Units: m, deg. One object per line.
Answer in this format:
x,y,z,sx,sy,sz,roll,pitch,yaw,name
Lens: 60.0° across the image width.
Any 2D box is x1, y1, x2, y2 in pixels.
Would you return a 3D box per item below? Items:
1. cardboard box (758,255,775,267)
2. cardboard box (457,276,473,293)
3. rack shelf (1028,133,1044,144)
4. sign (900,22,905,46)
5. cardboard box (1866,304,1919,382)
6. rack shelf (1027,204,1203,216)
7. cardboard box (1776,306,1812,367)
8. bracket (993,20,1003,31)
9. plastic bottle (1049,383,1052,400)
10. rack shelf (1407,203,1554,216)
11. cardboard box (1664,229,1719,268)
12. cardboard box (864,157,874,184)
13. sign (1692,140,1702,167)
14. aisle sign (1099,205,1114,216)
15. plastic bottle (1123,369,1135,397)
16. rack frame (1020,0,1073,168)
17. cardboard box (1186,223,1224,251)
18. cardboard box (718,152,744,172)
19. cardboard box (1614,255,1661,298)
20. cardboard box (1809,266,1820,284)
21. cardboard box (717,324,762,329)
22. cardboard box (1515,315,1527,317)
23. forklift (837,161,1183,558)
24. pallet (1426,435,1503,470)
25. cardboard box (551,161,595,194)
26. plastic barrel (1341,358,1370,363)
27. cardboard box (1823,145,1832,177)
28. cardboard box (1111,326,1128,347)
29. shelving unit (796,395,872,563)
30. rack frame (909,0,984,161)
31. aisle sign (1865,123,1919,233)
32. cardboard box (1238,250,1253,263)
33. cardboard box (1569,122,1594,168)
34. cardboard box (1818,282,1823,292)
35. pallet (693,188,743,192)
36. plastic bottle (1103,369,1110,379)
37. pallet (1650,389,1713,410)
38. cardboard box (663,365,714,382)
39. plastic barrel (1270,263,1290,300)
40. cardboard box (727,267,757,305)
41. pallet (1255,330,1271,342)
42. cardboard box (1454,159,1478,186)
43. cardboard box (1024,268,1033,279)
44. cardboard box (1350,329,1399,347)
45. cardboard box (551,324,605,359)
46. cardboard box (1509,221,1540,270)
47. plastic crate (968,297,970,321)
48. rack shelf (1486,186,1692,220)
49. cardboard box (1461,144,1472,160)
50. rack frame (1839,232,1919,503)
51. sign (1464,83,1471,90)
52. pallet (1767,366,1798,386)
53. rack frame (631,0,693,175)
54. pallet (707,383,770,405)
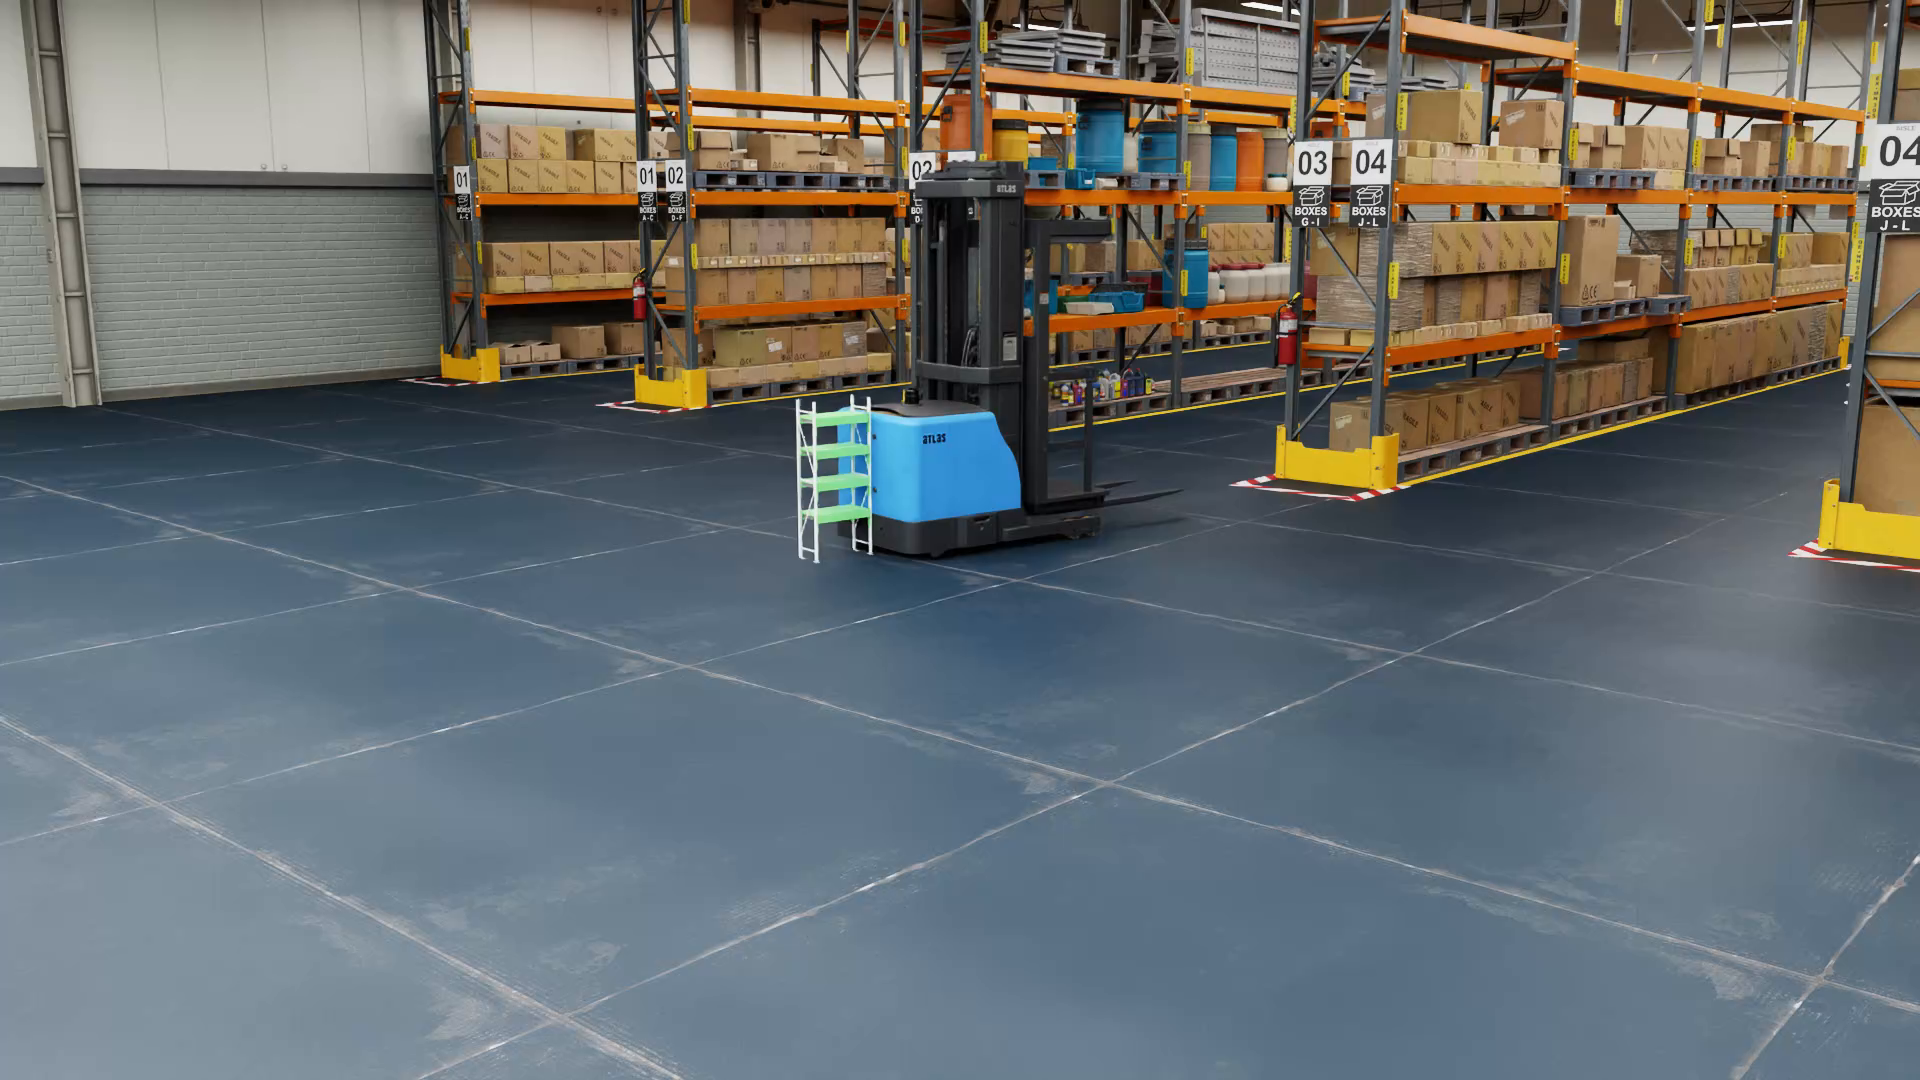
-2.772,-3.856,22.945,0.380,0.149,0.250,9,14,38,cardboard box
-7.434,-3.976,25.794,0.500,0.250,0.500,10,15,41,cardboard box
1.644,-8.399,35.146,1.077,0.370,4.000,10,15,40,rack shelf
-0.832,-7.297,23.982,0.100,0.325,0.005,10,15,40,sign
7.435,-1.503,12.695,0.875,0.550,0.550,10,15,40,cardboard box
2.728,-5.896,29.250,1.077,0.370,4.000,10,15,40,rack shelf
12.576,-3.174,25.795,0.875,0.875,0.875,10,15,40,cardboard box
0.677,-10.649,34.362,0.235,0.232,0.430,10,15,40,bracket
1.112,-1.876,20.969,0.097,0.201,0.097,0,11,0,plastic bottle
9.086,-5.843,28.987,1.077,0.370,4.000,10,15,40,rack shelf
9.773,-3.944,22.483,0.797,0.503,0.637,10,15,42,cardboard box
-2.045,-6.936,31.245,0.700,0.500,0.500,8,14,36,cardboard box
9.252,-4.856,20.887,0.100,0.325,0.005,10,15,40,sign
3.238,-7.547,36.701,0.394,0.787,0.004,10,15,40,aisle sign
2.150,-2.010,21.258,0.144,0.351,0.185,9,14,38,plastic bottle
1.407,-7.425,27.412,1.000,3.000,0.127,10,15,40,rack frame
4.570,-5.644,31.004,0.500,0.500,0.500,10,15,42,cardboard box
-3.311,-5.182,22.792,0.500,0.250,0.500,10,15,40,cardboard box
8.226,-3.277,20.634,0.500,0.500,0.700,-9,15,-39,cardboard box
12.995,-4.119,25.800,0.500,0.250,0.500,10,15,40,cardboard box
-3.094,-2.798,23.596,0.500,0.500,0.500,10,15,40,cardboard box
5.902,-2.356,17.991,0.380,0.149,0.250,10,15,40,cardboard box
0.510,-1.515,13.315,3.031,2.935,1.130,-9,14,-37,forklift
4.984,-0.962,17.491,1.003,0.211,1.213,10,15,40,pallet
-6.130,-5.726,26.256,0.500,0.500,0.500,11,16,44,cardboard box
6.181,-3.106,26.189,0.600,0.588,0.708,10,15,40,plastic barrel
13.362,-6.003,26.369,0.700,0.500,0.500,9,14,38,cardboard box
2.599,-3.654,29.108,0.500,0.500,0.500,10,15,40,cardboard box
-0.940,-0.464,12.469,0.503,1.200,0.258,-9,14,-37,shelving unit
-0.155,-5.607,18.310,1.000,3.000,0.127,10,15,40,rack frame
6.952,-2.672,12.294,0.394,0.787,0.004,10,15,40,aisle sign
5.256,-5.310,31.882,0.500,0.500,0.500,10,15,40,cardboard box
6.590,-4.397,18.575,0.797,0.503,0.637,9,14,38,cardboard box
13.295,-3.972,26.082,0.380,0.149,0.250,10,15,41,cardboard box
-4.469,-5.991,28.368,1.213,0.211,1.003,10,15,40,pallet
1.946,-2.142,22.118,0.097,0.271,0.097,0,11,0,plastic bottle
9.423,-1.941,22.390,1.003,0.211,1.213,10,15,40,pallet
-3.741,-2.281,22.922,0.500,0.250,0.500,10,15,40,cardboard box
4.607,-3.718,23.884,0.421,0.512,0.421,0,11,0,plastic barrel
-3.213,-3.500,22.823,0.700,0.500,0.500,10,15,42,cardboard box
6.112,-4.164,33.522,1.003,0.211,1.213,10,15,40,pallet
4.743,-3.609,16.346,0.500,0.250,0.500,10,15,40,cardboard box
1.134,-4.392,27.769,0.500,0.311,0.500,11,16,44,cardboard box
3.933,-1.913,15.772,0.380,0.149,0.250,10,15,40,cardboard box
-6.175,-3.212,26.892,0.700,0.500,0.500,9,14,37,cardboard box
5.786,-3.123,17.623,0.500,0.500,0.500,10,15,40,cardboard box
-0.050,-2.705,19.475,0.499,0.251,0.616,10,15,40,plastic crate
7.526,-4.026,19.888,1.077,0.370,4.000,10,15,40,rack shelf
4.805,-3.816,16.363,0.380,0.149,0.250,9,14,38,cardboard box
7.224,-1.369,12.407,1.000,3.000,0.127,10,15,40,rack frame
8.178,-7.199,26.813,0.100,0.325,0.005,10,15,40,sign
12.047,-2.525,25.314,1.003,0.211,1.213,10,15,40,pallet
-3.874,-6.248,21.519,1.000,3.000,0.127,10,15,40,rack frame
-3.400,-2.057,22.971,1.003,0.211,1.213,10,15,40,pallet
